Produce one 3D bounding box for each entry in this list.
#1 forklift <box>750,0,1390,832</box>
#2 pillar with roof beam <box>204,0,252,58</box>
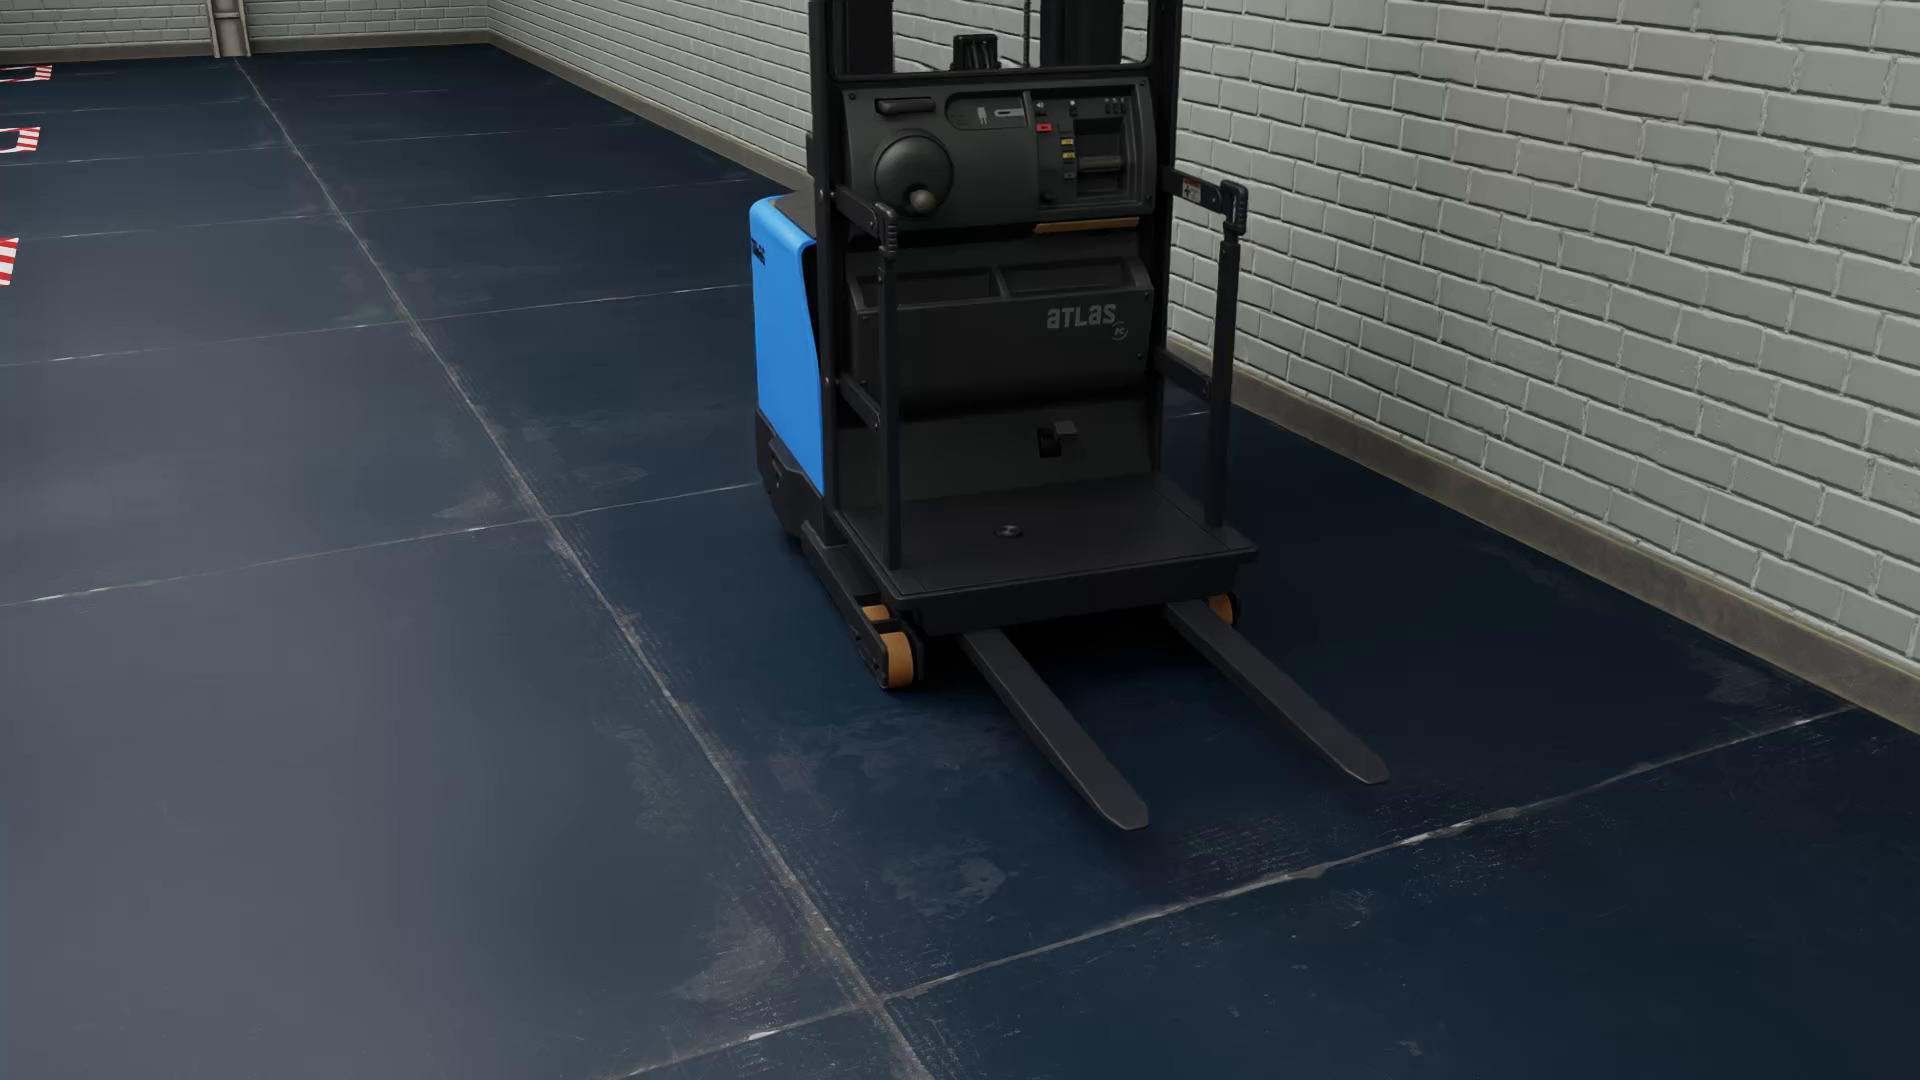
[{"bbox_3d":[0.195,-1.103,4.583,1.130,2.935,3.031,-7,24,-17],"label":"forklift"},{"bbox_3d":[-6.628,-8.332,14.113,0.400,9.000,9.100,-10,25,-24],"label":"pillar with roof beam"}]
